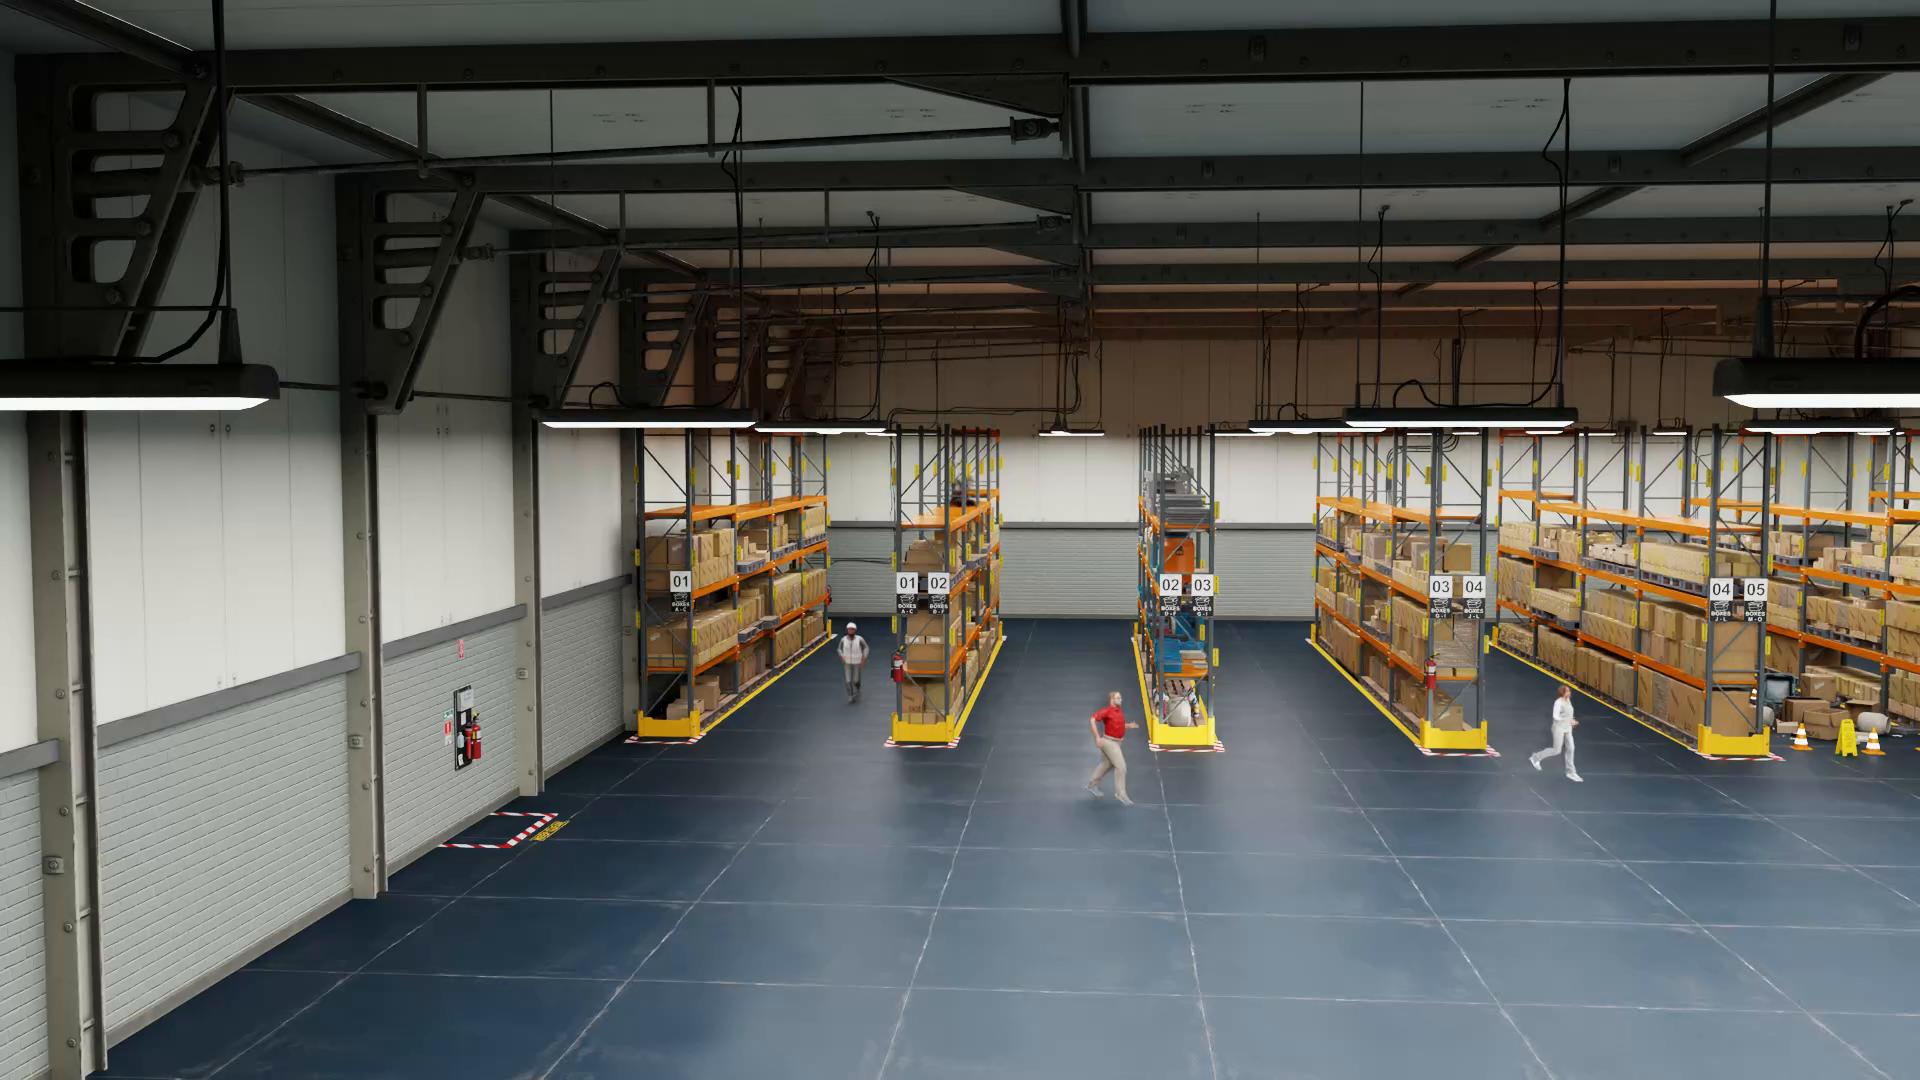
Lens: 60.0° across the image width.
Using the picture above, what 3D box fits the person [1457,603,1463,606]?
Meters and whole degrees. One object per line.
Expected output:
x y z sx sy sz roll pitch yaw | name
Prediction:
13.484 2.154 45.003 0.680 1.703 0.812 1 4 13 | person

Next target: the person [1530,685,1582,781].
10.093 3.225 28.038 0.549 1.598 0.860 -3 5 -44 | person

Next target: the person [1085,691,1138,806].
2.389 3.263 26.183 0.863 1.789 0.634 1 4 23 | person

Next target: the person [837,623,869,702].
-2.333 2.660 36.149 0.692 1.730 0.600 0 3 1 | person
